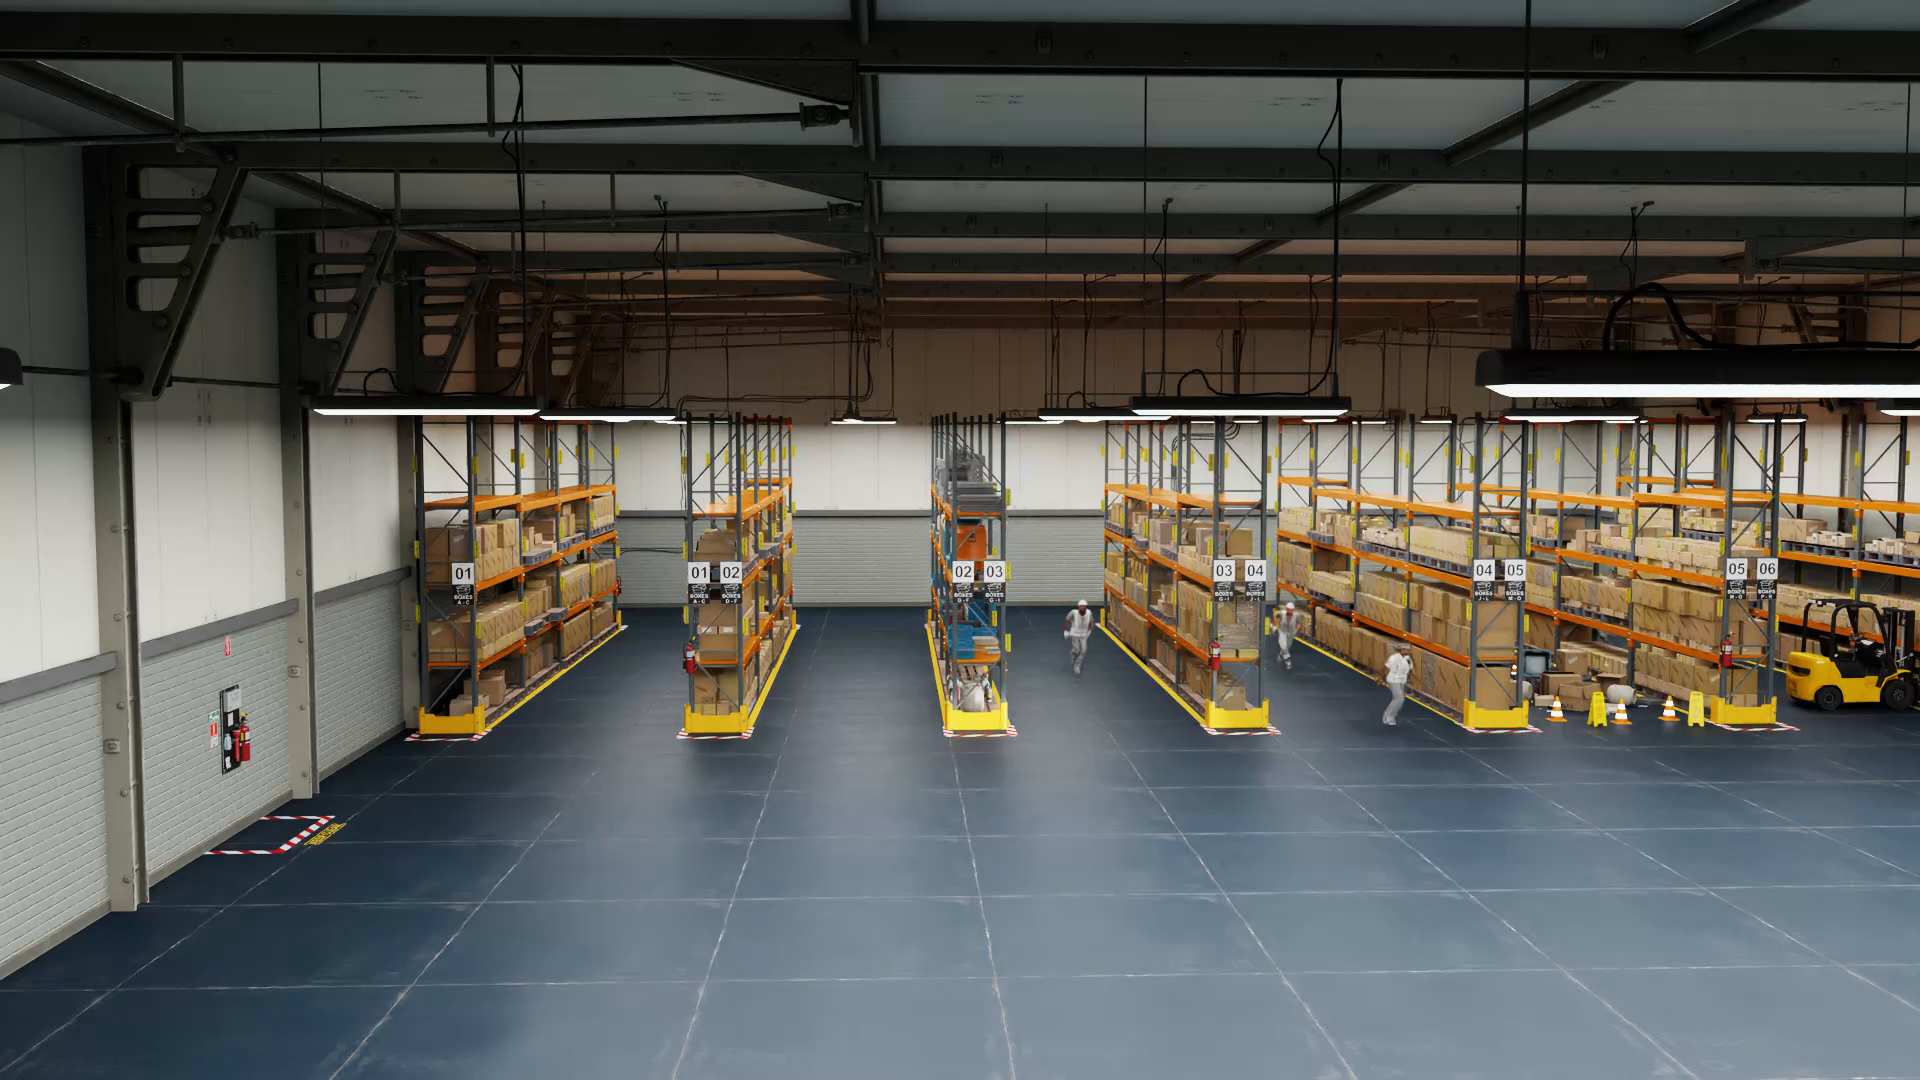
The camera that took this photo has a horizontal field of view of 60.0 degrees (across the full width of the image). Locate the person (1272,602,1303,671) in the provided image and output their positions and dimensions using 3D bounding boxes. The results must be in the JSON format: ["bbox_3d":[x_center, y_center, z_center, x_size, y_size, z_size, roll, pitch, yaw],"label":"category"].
[{"bbox_3d":[7.736,2.238,39.408,0.687,1.611,1.134,0,4,2],"label":"person"}]

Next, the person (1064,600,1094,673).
[{"bbox_3d":[2.779,2.230,38.819,0.673,1.711,0.693,-1,4,-20],"label":"person"}]

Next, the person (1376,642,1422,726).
[{"bbox_3d":[8.400,2.742,31.729,0.562,1.611,0.786,-3,5,-34],"label":"person"}]

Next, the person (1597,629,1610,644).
[{"bbox_3d":[16.444,1.947,42.903,0.656,1.731,0.794,-1,4,-15],"label":"person"}]
